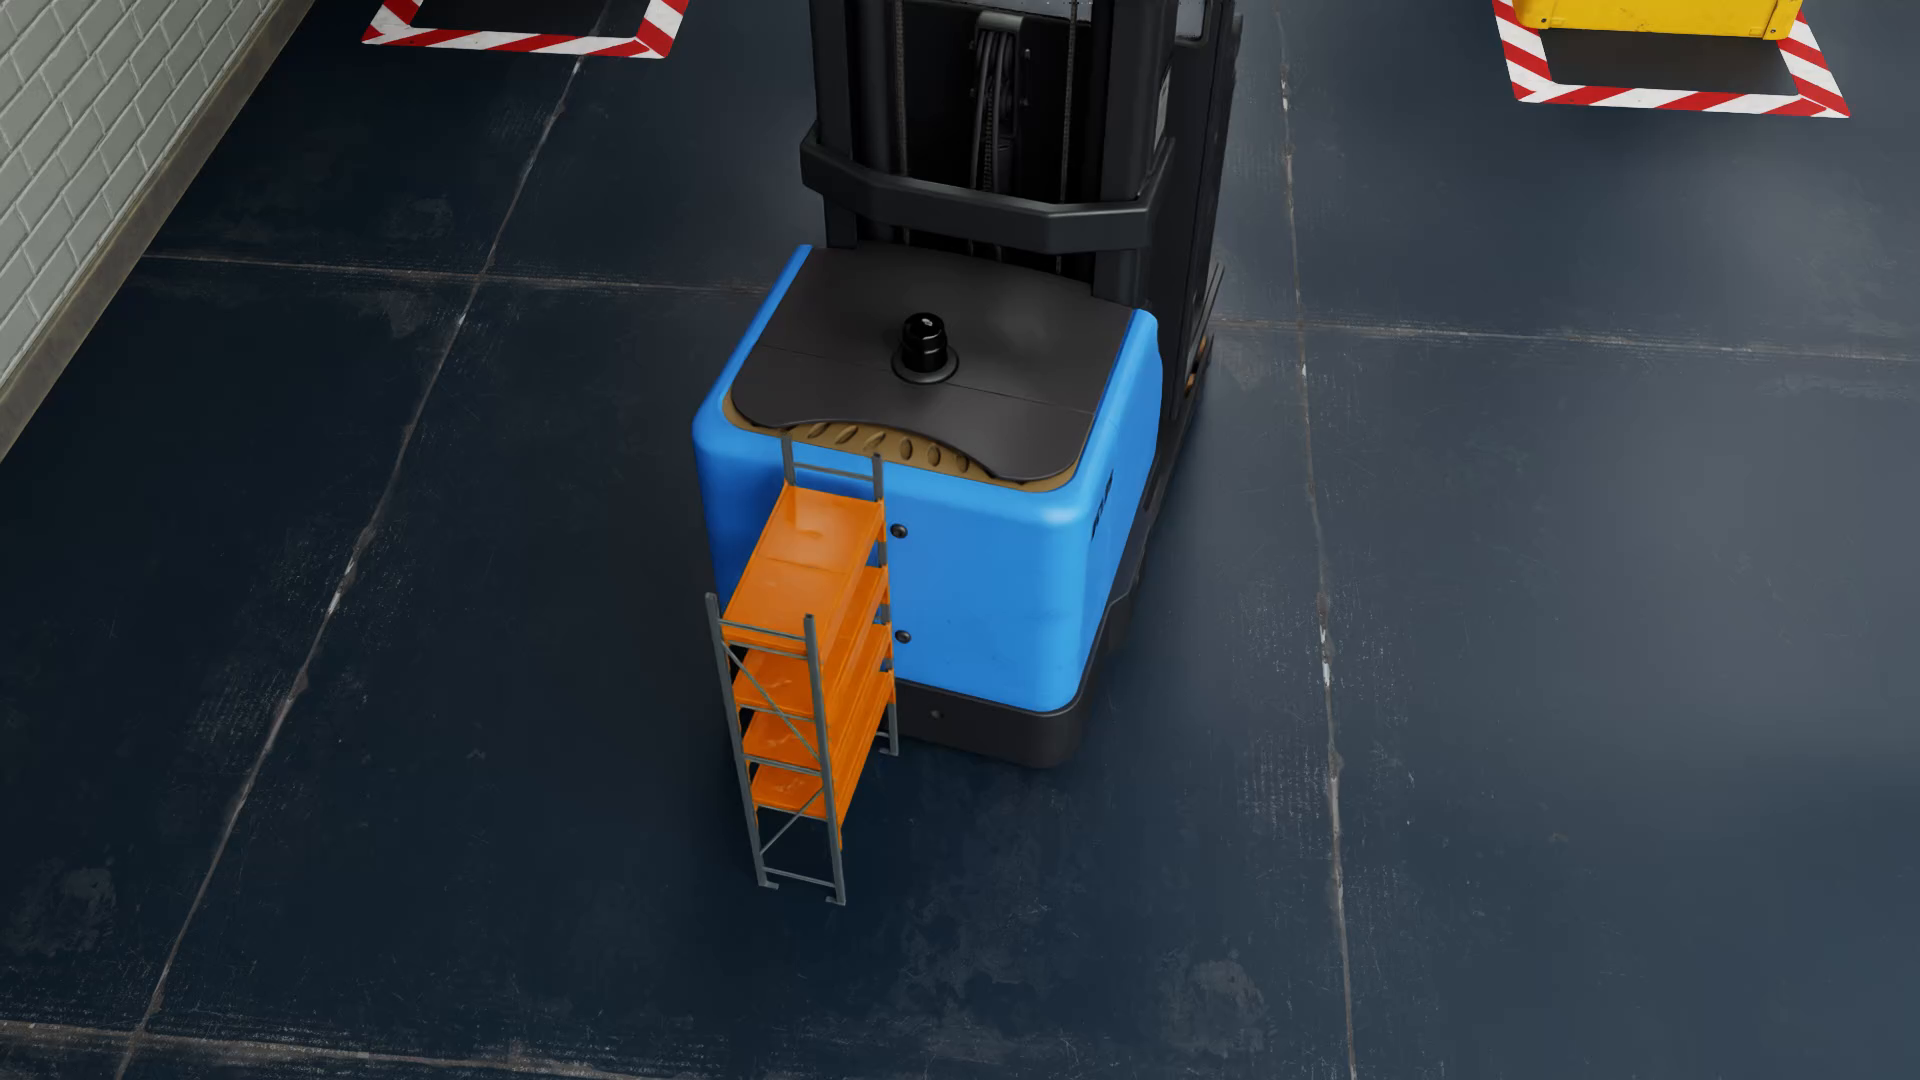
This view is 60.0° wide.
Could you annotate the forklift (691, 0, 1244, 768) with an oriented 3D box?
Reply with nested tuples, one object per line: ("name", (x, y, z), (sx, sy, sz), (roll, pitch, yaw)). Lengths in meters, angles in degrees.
("forklift", (0.241, -1.474, 4.612), (1.130, 2.935, 3.031), (13, 49, 11))

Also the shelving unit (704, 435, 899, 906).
("shelving unit", (-0.356, 0.360, 4.102), (0.258, 1.200, 0.503), (11, 50, 10))

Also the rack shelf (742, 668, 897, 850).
("rack shelf", (-0.355, 0.536, 4.301), (0.258, 0.148, 0.480), (11, 50, 10))

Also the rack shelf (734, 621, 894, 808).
("rack shelf", (-0.356, 0.404, 4.153), (0.258, 0.148, 0.480), (11, 50, 10))

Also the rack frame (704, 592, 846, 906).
("rack frame", (-0.420, 0.536, 3.946), (0.240, 1.200, 0.015), (11, 50, 10))

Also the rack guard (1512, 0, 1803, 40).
("rack guard", (3.056, -2.508, 7.205), (1.175, 0.500, 0.348), (4, 48, 4))

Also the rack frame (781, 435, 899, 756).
("rack frame", (-0.293, 0.183, 4.258), (0.240, 1.200, 0.015), (11, 50, 10))

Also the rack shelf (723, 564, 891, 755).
("rack shelf", (-0.357, 0.256, 3.985), (0.258, 0.148, 0.480), (11, 50, 10))

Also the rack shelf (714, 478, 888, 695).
("rack shelf", (-0.358, 0.099, 3.808), (0.258, 0.148, 0.480), (11, 50, 10))
